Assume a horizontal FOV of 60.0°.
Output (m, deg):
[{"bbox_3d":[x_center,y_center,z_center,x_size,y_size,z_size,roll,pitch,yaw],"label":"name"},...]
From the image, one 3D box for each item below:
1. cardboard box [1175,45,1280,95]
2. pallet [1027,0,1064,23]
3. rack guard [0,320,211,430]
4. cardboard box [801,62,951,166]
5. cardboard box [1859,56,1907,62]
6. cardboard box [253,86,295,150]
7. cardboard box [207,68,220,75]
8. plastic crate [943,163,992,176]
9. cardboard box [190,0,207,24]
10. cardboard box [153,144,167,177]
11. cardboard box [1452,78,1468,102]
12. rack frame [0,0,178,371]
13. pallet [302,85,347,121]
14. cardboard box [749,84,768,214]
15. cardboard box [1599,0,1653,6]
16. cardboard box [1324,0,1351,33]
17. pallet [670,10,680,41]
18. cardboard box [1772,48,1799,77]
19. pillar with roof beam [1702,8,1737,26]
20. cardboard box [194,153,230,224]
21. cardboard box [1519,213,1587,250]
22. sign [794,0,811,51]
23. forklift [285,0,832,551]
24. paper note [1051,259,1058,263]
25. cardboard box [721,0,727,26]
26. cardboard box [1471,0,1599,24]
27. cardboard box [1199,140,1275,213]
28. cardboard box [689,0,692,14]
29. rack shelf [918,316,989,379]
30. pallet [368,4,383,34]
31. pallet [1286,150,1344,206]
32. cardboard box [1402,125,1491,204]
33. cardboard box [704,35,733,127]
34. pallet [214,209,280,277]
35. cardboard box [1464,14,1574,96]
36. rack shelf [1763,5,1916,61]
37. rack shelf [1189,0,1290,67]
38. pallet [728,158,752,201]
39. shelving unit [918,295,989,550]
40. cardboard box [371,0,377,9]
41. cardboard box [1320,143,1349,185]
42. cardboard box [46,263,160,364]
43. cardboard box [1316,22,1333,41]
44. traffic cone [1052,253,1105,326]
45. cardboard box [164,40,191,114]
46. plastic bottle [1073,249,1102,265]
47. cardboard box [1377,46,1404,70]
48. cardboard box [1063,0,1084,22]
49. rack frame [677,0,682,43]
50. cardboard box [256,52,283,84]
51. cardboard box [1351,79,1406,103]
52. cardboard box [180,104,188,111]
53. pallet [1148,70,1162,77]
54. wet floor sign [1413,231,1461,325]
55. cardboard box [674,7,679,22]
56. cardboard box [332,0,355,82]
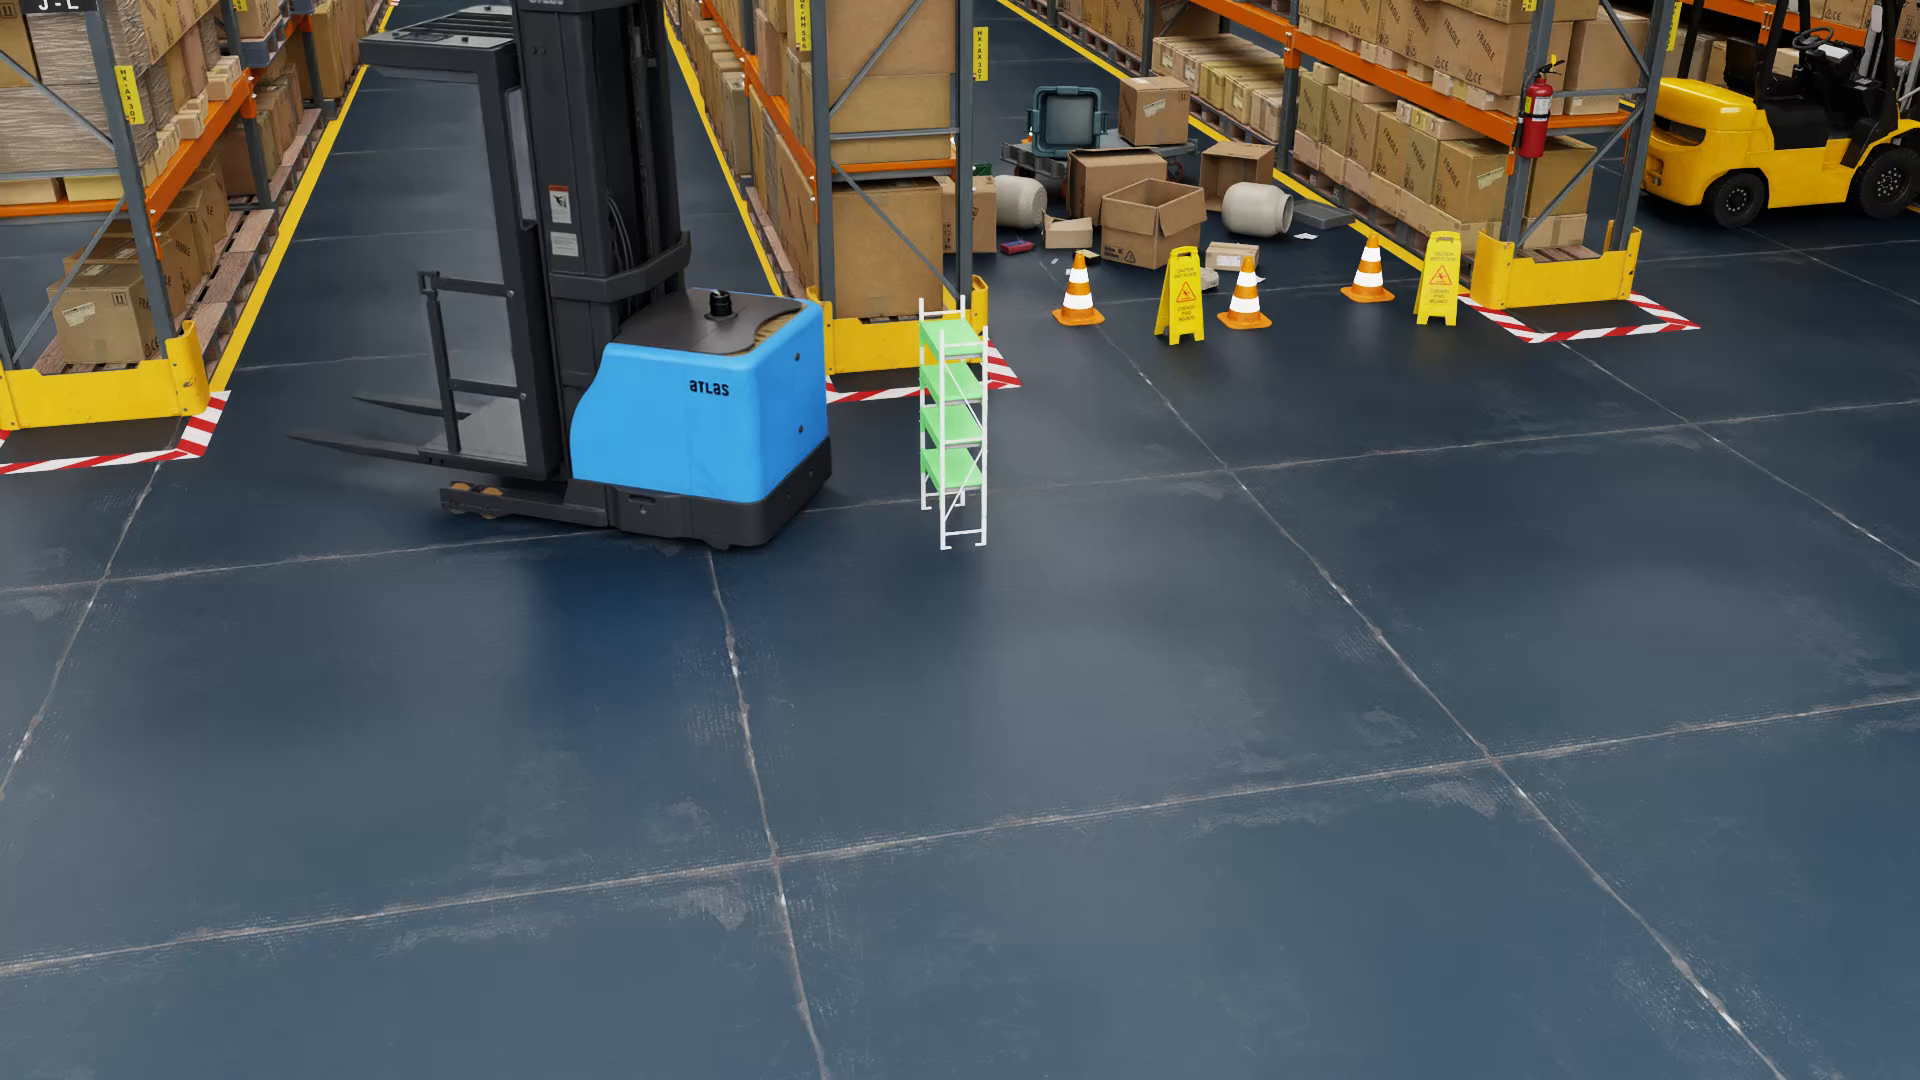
[{"bbox_3d":[2.871,-5.059,17.893,0.950,0.372,0.625,-6,27,-13],"label":"cardboard box"},{"bbox_3d":[1.583,-7.469,23.314,1.003,0.211,1.213,-6,27,-12],"label":"pallet"},{"bbox_3d":[-5.290,-1.015,10.207,1.175,0.500,0.348,-6,27,-12],"label":"rack guard"},{"bbox_3d":[-0.546,-2.783,10.767,0.875,0.550,0.550,-6,27,-12],"label":"cardboard box"},{"bbox_3d":[8.744,-4.355,15.525,0.500,0.250,0.500,-6,27,-12],"label":"cardboard box"},{"bbox_3d":[-6.633,-3.908,15.450,0.700,0.500,0.500,-4,27,-7],"label":"cardboard box"},{"bbox_3d":[-5.795,-3.451,12.537,0.380,0.149,0.250,-6,27,-12],"label":"cardboard box"},{"bbox_3d":[-0.004,-3.140,14.700,0.450,0.188,0.662,-2,25,20],"label":"plastic crate"},{"bbox_3d":[-5.579,-3.869,11.536,0.500,0.500,0.500,-6,27,-12],"label":"cardboard box"},{"bbox_3d":[-5.184,-2.358,10.372,0.380,0.149,0.250,-6,27,-12],"label":"cardboard box"},{"bbox_3d":[3.887,-3.349,12.336,0.380,0.149,0.250,-6,27,-12],"label":"cardboard box"},{"bbox_3d":[-5.273,-2.098,9.578,1.000,3.000,0.127,-6,27,-12],"label":"rack frame"},{"bbox_3d":[-7.180,-4.719,17.865,1.003,0.211,1.213,-6,27,-12],"label":"pallet"},{"bbox_3d":[-1.246,-3.269,13.790,0.875,0.875,0.875,-6,27,-11],"label":"cardboard box"},{"bbox_3d":[7.542,-5.974,19.427,0.875,0.625,0.625,-5,27,-10],"label":"cardboard box"},{"bbox_3d":[3.444,-4.598,14.090,0.500,0.500,0.500,-6,27,-12],"label":"cardboard box"},{"bbox_3d":[-3.308,-6.872,22.130,1.003,0.211,1.213,-6,27,-12],"label":"pallet"},{"bbox_3d":[8.119,-4.528,15.868,0.500,0.250,0.500,-6,27,-12],"label":"cardboard box"},{"bbox_3d":[4.392,-8.882,16.361,9.100,9.000,0.400,-6,27,-12],"label":"pillar with roof beam"},{"bbox_3d":[-6.123,-2.746,13.169,0.500,0.500,0.500,-7,28,-13],"label":"cardboard box"},{"bbox_3d":[4.470,-2.446,12.854,0.500,0.250,0.500,-6,27,-12],"label":"cardboard box"},{"bbox_3d":[-0.950,-3.131,10.076,0.100,0.325,0.005,-6,27,-12],"label":"sign"},{"bbox_3d":[-2.293,-1.636,8.739,3.031,2.935,1.130,8,28,16],"label":"forklift"},{"bbox_3d":[0.746,-2.195,13.088,0.032,0.001,0.123,8,28,15],"label":"paper note"},{"bbox_3d":[-1.925,-5.004,15.223,0.500,0.500,0.500,-6,27,-11],"label":"cardboard box"},{"bbox_3d":[4.054,-3.930,11.657,0.700,0.500,0.500,-7,28,-13],"label":"cardboard box"},{"bbox_3d":[2.396,-3.137,14.407,0.500,0.500,0.500,13,30,24],"label":"cardboard box"},{"bbox_3d":[-2.854,-6.195,19.170,0.500,0.250,0.500,-5,27,-10],"label":"cardboard box"},{"bbox_3d":[-0.037,-0.980,8.436,0.258,0.148,0.480,-6,27,-12],"label":"rack shelf"},{"bbox_3d":[-8.351,-7.000,22.384,1.003,0.211,1.213,-6,27,-12],"label":"pallet"},{"bbox_3d":[3.666,-3.324,15.102,1.003,0.211,1.213,-6,27,-12],"label":"pallet"},{"bbox_3d":[3.827,-2.953,13.025,0.500,0.500,0.500,-5,27,-10],"label":"cardboard box"},{"bbox_3d":[-1.971,-4.593,16.551,1.050,0.750,0.750,-6,27,-11],"label":"cardboard box"},{"bbox_3d":[-5.989,-2.318,13.108,1.003,0.211,1.213,-6,27,-12],"label":"pallet"},{"bbox_3d":[3.991,-3.492,11.898,0.500,0.500,0.500,-6,27,-13],"label":"cardboard box"},{"bbox_3d":[8.767,-4.167,14.475,1.077,0.370,4.000,-6,27,-12],"label":"rack shelf"},{"bbox_3d":[3.030,-5.417,16.952,1.077,0.370,4.000,-6,27,-12],"label":"rack shelf"},{"bbox_3d":[-1.567,-3.400,15.251,1.003,0.211,1.213,-6,27,-12],"label":"pallet"},{"bbox_3d":[-0.037,-0.608,8.624,0.258,1.200,0.503,-6,27,-12],"label":"shelving unit"},{"bbox_3d":[-8.451,-7.689,22.546,0.875,0.875,0.875,-6,27,-12],"label":"cardboard box"},{"bbox_3d":[3.482,-3.301,14.546,0.500,0.250,0.500,-4,27,-9],"label":"cardboard box"},{"bbox_3d":[-5.397,-1.445,10.593,0.500,0.500,0.500,-1,27,-2],"label":"cardboard box"},{"bbox_3d":[3.347,-4.472,14.559,0.380,0.149,0.250,-5,27,-10],"label":"cardboard box"},{"bbox_3d":[0.846,-1.802,11.807,0.336,0.463,0.334,-6,27,-12],"label":"traffic cone"},{"bbox_3d":[-5.772,-3.172,11.264,0.875,0.500,0.500,-6,27,-12],"label":"cardboard box"},{"bbox_3d":[0.983,-2.240,13.120,0.133,0.061,0.283,-16,31,-29],"label":"plastic bottle"},{"bbox_3d":[3.602,-3.907,13.441,0.380,0.149,0.250,-6,27,-12],"label":"cardboard box"},{"bbox_3d":[1.895,-7.347,21.870,0.875,0.875,0.875,-5,27,-10],"label":"cardboard box"},{"bbox_3d":[-3.122,-7.825,20.925,1.000,3.000,0.127,-6,27,-12],"label":"rack frame"},{"bbox_3d":[-6.766,-4.502,15.795,0.500,0.250,0.500,-3,27,-6],"label":"cardboard box"},{"bbox_3d":[3.501,-3.754,13.892,0.380,0.149,0.250,-4,27,-9],"label":"cardboard box"},{"bbox_3d":[-5.534,-2.900,11.445,0.380,0.149,0.250,-6,27,-12],"label":"cardboard box"},{"bbox_3d":[2.754,-5.028,18.478,1.003,0.211,1.213,-6,27,-12],"label":"pallet"},{"bbox_3d":[3.382,-1.861,11.721,0.267,0.644,0.232,3,27,6],"label":"wet floor sign"},{"bbox_3d":[-3.542,-6.878,21.745,0.380,0.149,0.250,-6,27,-11],"label":"cardboard box"},{"bbox_3d":[-7.405,-5.546,18.301,1.225,0.875,0.875,-6,27,-11],"label":"cardboard box"}]
